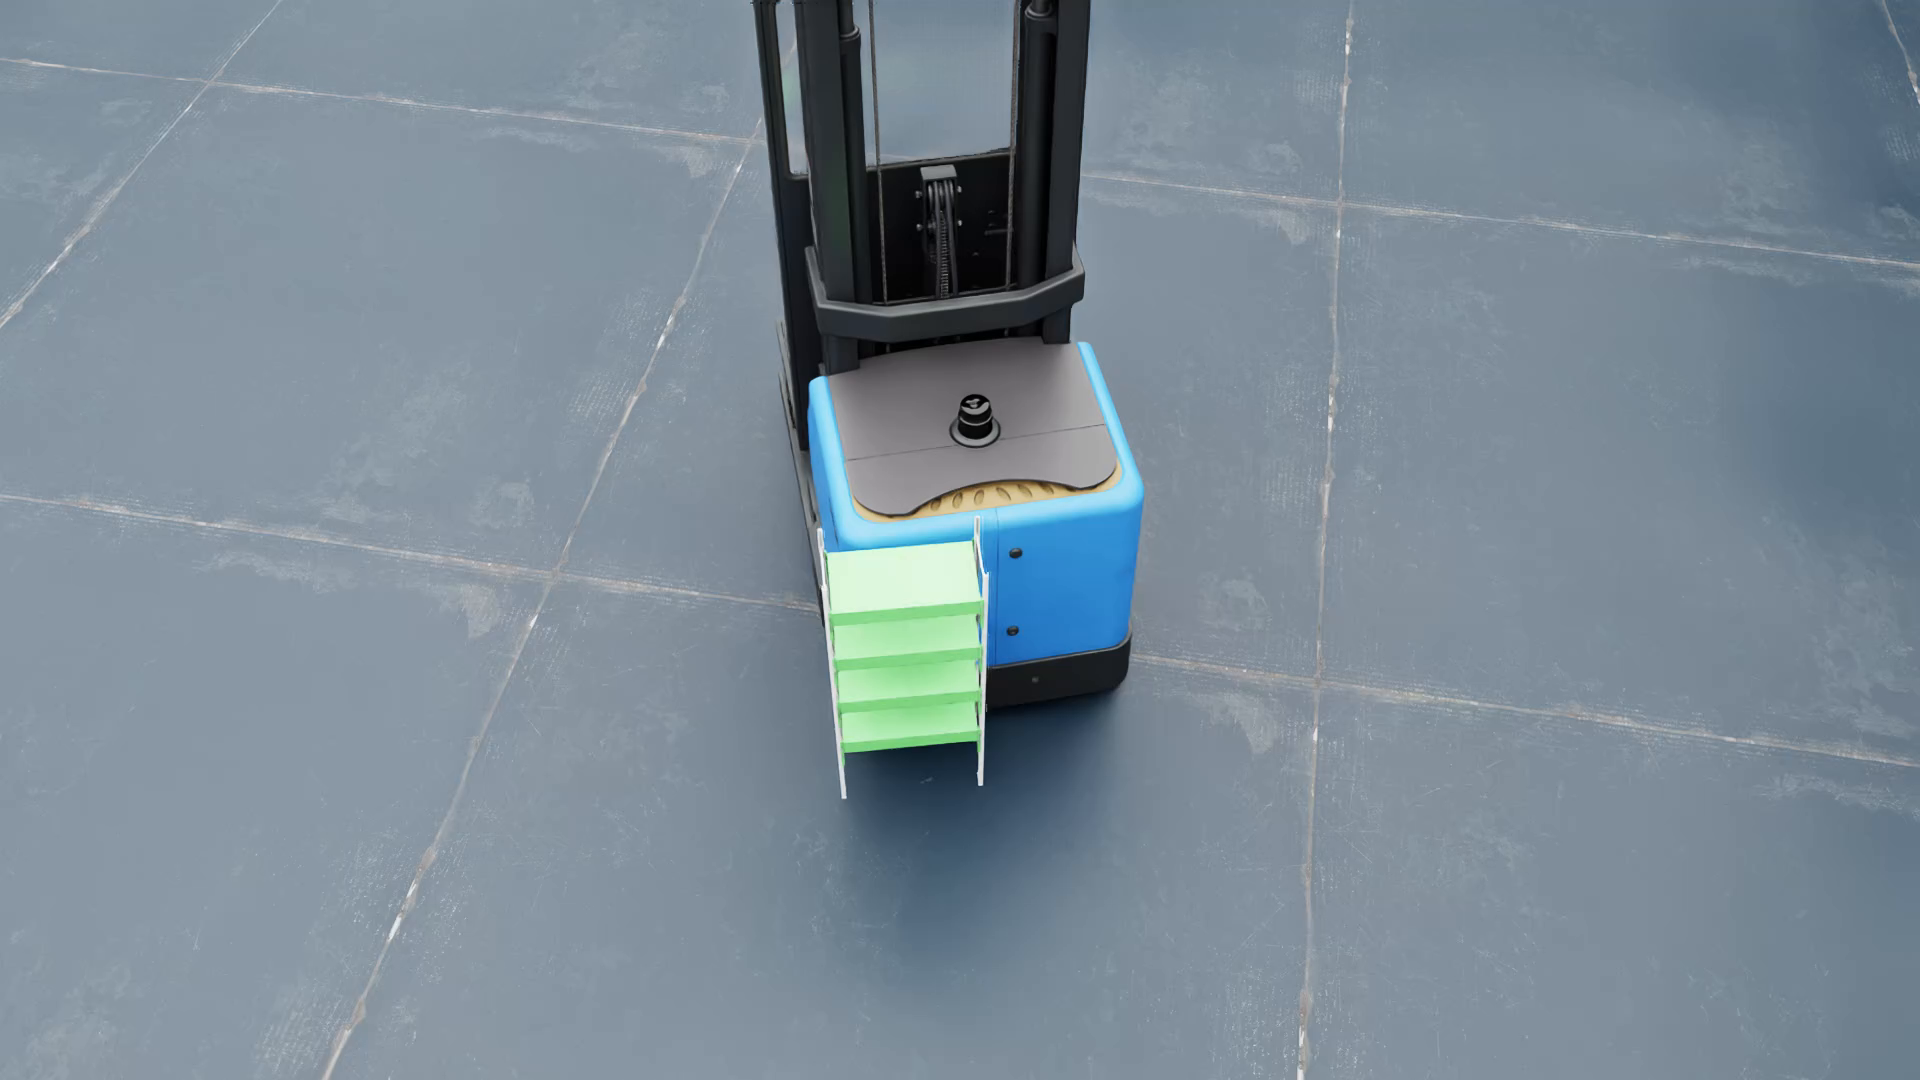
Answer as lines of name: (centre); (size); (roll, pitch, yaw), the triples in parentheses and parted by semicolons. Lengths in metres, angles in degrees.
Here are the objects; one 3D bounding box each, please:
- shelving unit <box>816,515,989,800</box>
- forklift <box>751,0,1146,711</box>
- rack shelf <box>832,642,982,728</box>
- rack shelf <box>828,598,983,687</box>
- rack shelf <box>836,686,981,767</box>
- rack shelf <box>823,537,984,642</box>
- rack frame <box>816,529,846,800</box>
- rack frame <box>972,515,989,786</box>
shelving unit: (-0.181, 0.422, 5.530); (0.503, 1.200, 0.258); (-5, 50, -5)
forklift: (-0.171, -1.422, 6.029); (1.130, 2.935, 3.031); (-9, 49, -8)
rack shelf: (-0.181, 0.463, 5.579); (0.480, 0.148, 0.258); (-5, 50, -5)
rack shelf: (-0.180, 0.308, 5.396); (0.480, 0.148, 0.258); (-5, 50, -5)
rack shelf: (-0.182, 0.618, 5.763); (0.480, 0.148, 0.258); (-5, 50, -5)
rack shelf: (-0.179, 0.154, 5.212); (0.480, 0.148, 0.258); (-5, 50, -5)
rack frame: (-0.423, 0.445, 5.510); (0.015, 1.200, 0.240); (-5, 50, -5)
rack frame: (0.062, 0.399, 5.551); (0.015, 1.200, 0.240); (-5, 50, -5)
